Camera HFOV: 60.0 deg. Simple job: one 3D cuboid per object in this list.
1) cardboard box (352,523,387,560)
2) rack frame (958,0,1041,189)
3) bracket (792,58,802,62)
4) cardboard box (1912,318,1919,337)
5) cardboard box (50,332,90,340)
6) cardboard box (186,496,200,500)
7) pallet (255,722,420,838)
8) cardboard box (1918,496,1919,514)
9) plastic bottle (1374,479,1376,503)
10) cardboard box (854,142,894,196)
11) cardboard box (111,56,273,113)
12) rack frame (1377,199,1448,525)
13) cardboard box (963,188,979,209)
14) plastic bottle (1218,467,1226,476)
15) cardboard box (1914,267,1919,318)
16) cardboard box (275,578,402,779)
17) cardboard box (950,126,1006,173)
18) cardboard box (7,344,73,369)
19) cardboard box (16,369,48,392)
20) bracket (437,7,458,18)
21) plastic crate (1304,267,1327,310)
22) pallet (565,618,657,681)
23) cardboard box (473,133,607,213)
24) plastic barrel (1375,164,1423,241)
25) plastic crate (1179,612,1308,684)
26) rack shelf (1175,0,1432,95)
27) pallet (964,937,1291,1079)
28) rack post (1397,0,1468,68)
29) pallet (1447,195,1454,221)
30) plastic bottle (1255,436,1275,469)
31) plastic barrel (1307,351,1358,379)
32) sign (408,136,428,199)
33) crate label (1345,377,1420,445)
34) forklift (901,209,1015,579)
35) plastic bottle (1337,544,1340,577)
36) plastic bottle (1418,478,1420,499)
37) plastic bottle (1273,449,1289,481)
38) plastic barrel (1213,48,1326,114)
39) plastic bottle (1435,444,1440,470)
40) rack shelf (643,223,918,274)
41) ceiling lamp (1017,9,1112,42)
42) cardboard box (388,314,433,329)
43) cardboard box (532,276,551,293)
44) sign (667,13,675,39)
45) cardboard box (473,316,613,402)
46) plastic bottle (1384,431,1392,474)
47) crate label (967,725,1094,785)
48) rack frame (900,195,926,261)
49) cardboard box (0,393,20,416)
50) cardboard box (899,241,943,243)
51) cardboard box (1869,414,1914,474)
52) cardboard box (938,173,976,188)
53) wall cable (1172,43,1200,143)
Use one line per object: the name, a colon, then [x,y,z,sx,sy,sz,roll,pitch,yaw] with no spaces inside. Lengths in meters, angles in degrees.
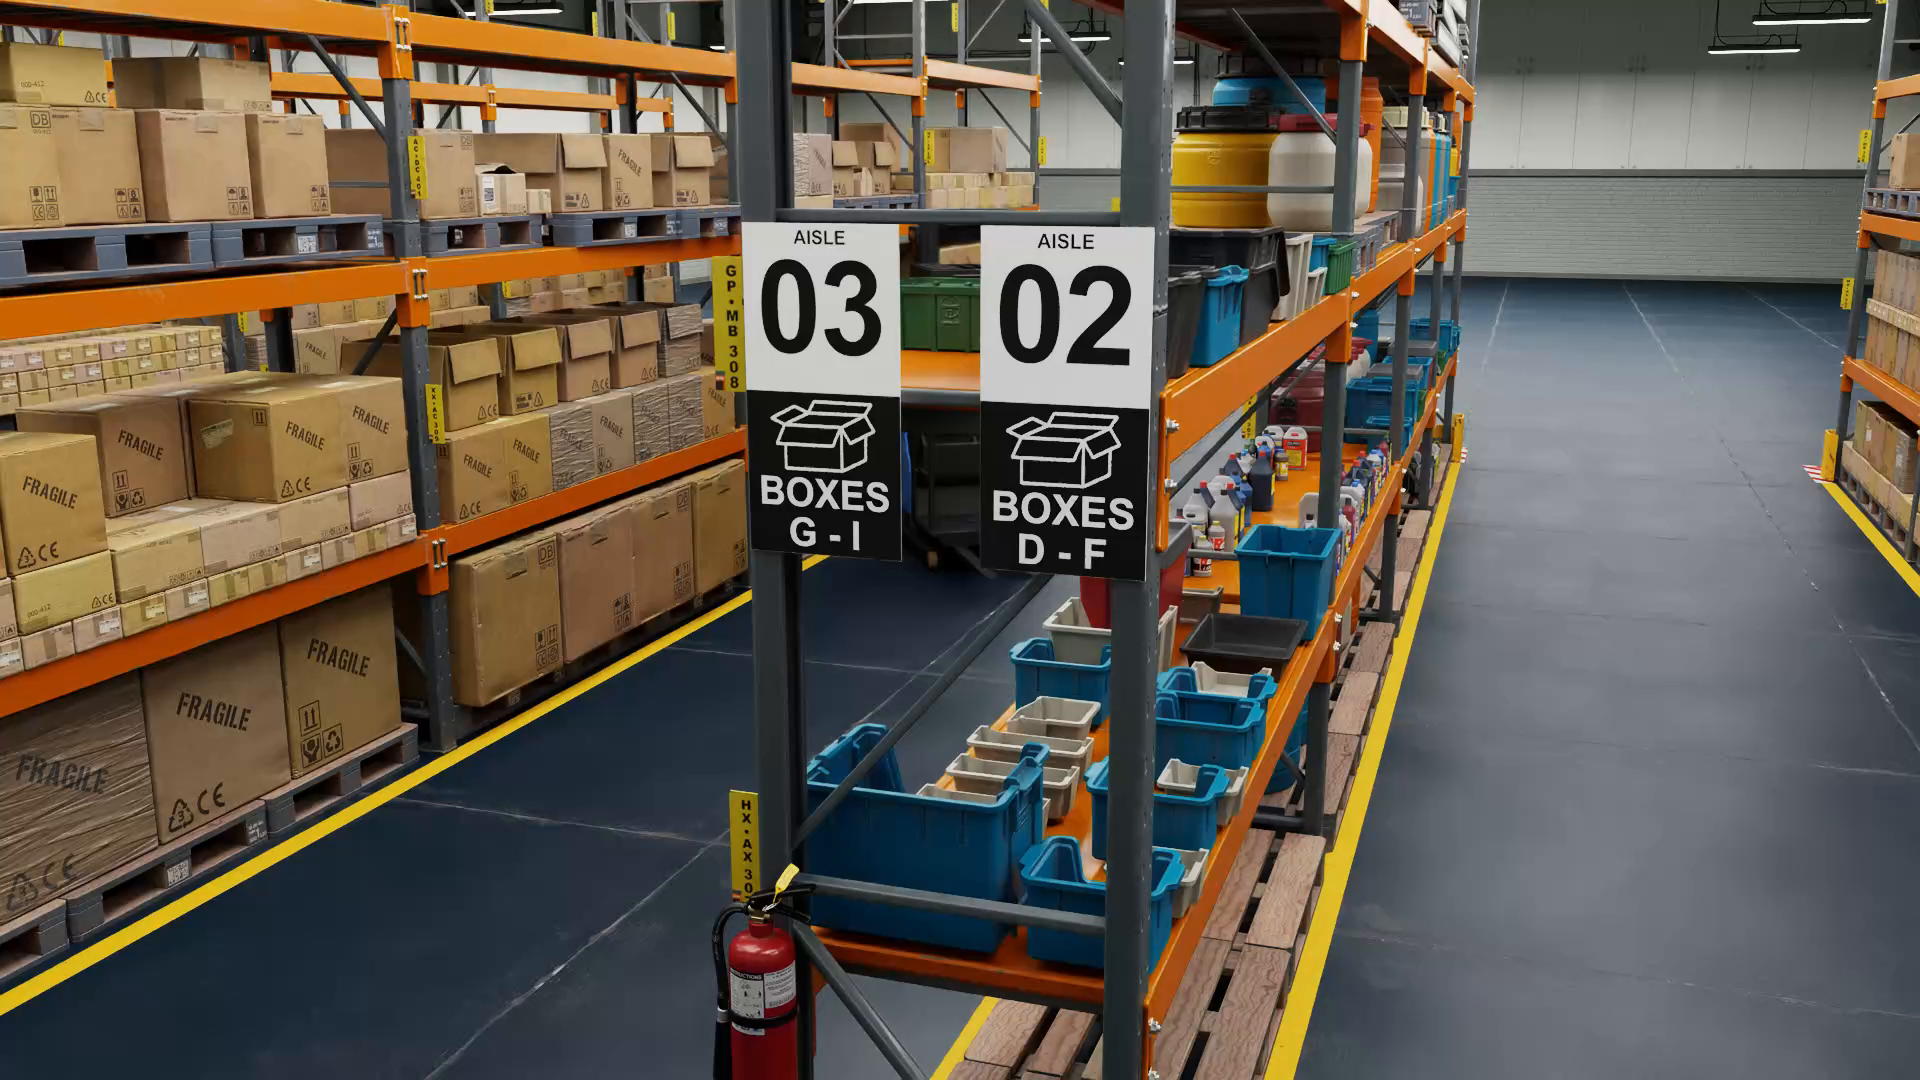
cardboard box: [-3.289,-0.008,8.846,0.380,0.149,0.250,5,14,19]
rack frame: [0.466,-5.724,19.843,1.000,3.000,0.127,4,14,18]
bracket: [-5.612,-14.128,48.576,0.076,0.066,4.783,4,14,18]
cardboard box: [8.760,-1.895,14.866,0.380,0.149,0.250,4,14,18]
cardboard box: [-7.370,-1.618,13.621,0.380,0.149,0.250,4,13,16]
cardboard box: [-3.982,-0.160,8.617,0.500,0.250,0.500,4,14,18]
pallet: [-3.737,1.241,9.075,1.003,0.211,1.213,4,14,18]
cardboard box: [8.175,-0.311,13.587,0.500,0.311,0.500,4,14,19]
plastic bottle: [2.487,-0.330,10.141,0.097,0.201,0.097,0,13,0]
cardboard box: [-1.074,-3.583,16.027,0.797,0.503,0.637,4,13,16]
cardboard box: [-3.727,-2.205,8.089,0.500,0.250,0.500,3,13,15]
rack frame: [3.858,-1.600,15.259,1.000,3.000,0.127,4,14,18]
cardboard box: [-0.103,-3.638,17.783,0.500,0.250,0.500,4,13,16]
plastic bottle: [1.523,-0.278,9.725,0.061,0.283,0.133,4,14,18]
cardboard box: [9.006,-2.230,14.877,0.700,0.500,0.500,4,14,18]
cardboard box: [-3.706,0.692,9.047,0.875,0.875,0.875,4,14,18]
cardboard box: [0.204,-4.355,18.568,0.500,0.500,0.500,4,14,18]
cardboard box: [-7.013,-1.402,12.675,0.380,0.149,0.250,5,14,20]
cardboard box: [-7.095,-1.205,12.477,0.380,0.149,0.250,4,13,17]
bracket: [-10.603,-10.881,34.348,0.235,0.232,0.430,4,14,18]
plastic crate: [1.218,-0.955,6.281,0.293,0.136,0.466,4,14,18]
pallet: [-2.845,0.661,11.616,1.003,0.211,1.213,4,14,18]
cardboard box: [-2.763,-2.401,10.848,0.797,0.503,0.637,4,14,18]
plastic barrel: [2.954,-2.318,11.412,0.421,0.512,0.421,0,13,0]
plastic crate: [1.162,0.444,6.785,0.437,0.125,0.590,4,14,18]
rack shelf: [1.917,-2.716,9.181,1.077,0.370,4.000,4,14,18]
pallet: [0.676,1.859,6.369,1.003,0.211,1.213,4,14,18]
rack post: [3.302,-4.202,12.725,1.013,1.000,3.121,4,14,18]
pallet: [3.999,-3.130,15.642,1.213,0.211,1.003,4,14,18]
plastic bottle: [1.968,-0.532,10.859,0.152,0.276,0.135,4,14,18]
plastic barrel: [2.964,-1.235,13.354,0.433,0.535,0.433,0,13,0]
sign: [-2.891,-1.986,8.867,0.100,0.325,0.005,4,14,18]
crate label: [3.141,-0.965,12.396,0.502,0.435,0.616,4,14,18]
forklift: [0.179,-1.267,13.952,1.130,2.935,3.031,-3,13,-14]
plastic bottle: [1.855,0.081,8.340,0.097,0.201,0.097,0,13,0]
plastic bottle: [4.376,-0.520,15.669,0.097,0.271,0.097,0,13,0]
plastic bottle: [2.092,-0.491,10.845,0.097,0.201,0.097,0,13,0]
plastic barrel: [1.677,-2.198,9.065,0.600,0.901,0.708,4,14,18]
plastic bottle: [4.866,-0.860,17.146,0.152,0.276,0.135,4,14,19]
rack shelf: [-1.475,-2.648,14.722,1.077,0.370,4.000,4,14,18]
ceiling lamp: [2.308,-12.269,35.401,2.000,3.185,0.800,4,14,18]
cardboard box: [-5.732,-2.042,16.970,0.500,0.500,0.500,5,14,19]
cardboard box: [-5.269,-3.134,19.216,0.875,0.550,0.550,4,14,18]
sign: [-3.686,-6.554,21.204,0.100,0.325,0.005,4,14,18]
cardboard box: [-2.799,-1.221,11.118,0.797,0.503,0.637,5,14,20]
plastic bottle: [2.837,-0.585,11.074,0.061,0.283,0.133,4,14,18]
crate label: [0.243,0.720,5.548,0.396,0.136,0.243,4,14,18]
rack frame: [-0.828,-1.957,16.821,1.000,3.000,0.127,4,14,18]
cardboard box: [-7.182,-1.001,12.252,0.380,0.149,0.250,4,13,16]
cardboard box: [-0.455,-3.068,18.550,0.500,0.500,0.500,4,14,18]
cardboard box: [8.966,-0.902,15.751,0.500,0.500,0.500,4,14,18]
cardboard box: [-0.045,-3.864,17.877,0.380,0.149,0.250,4,13,17]
wall cable: [6.202,-14.525,50.761,2.305,6.003,0.169,4,14,18]
